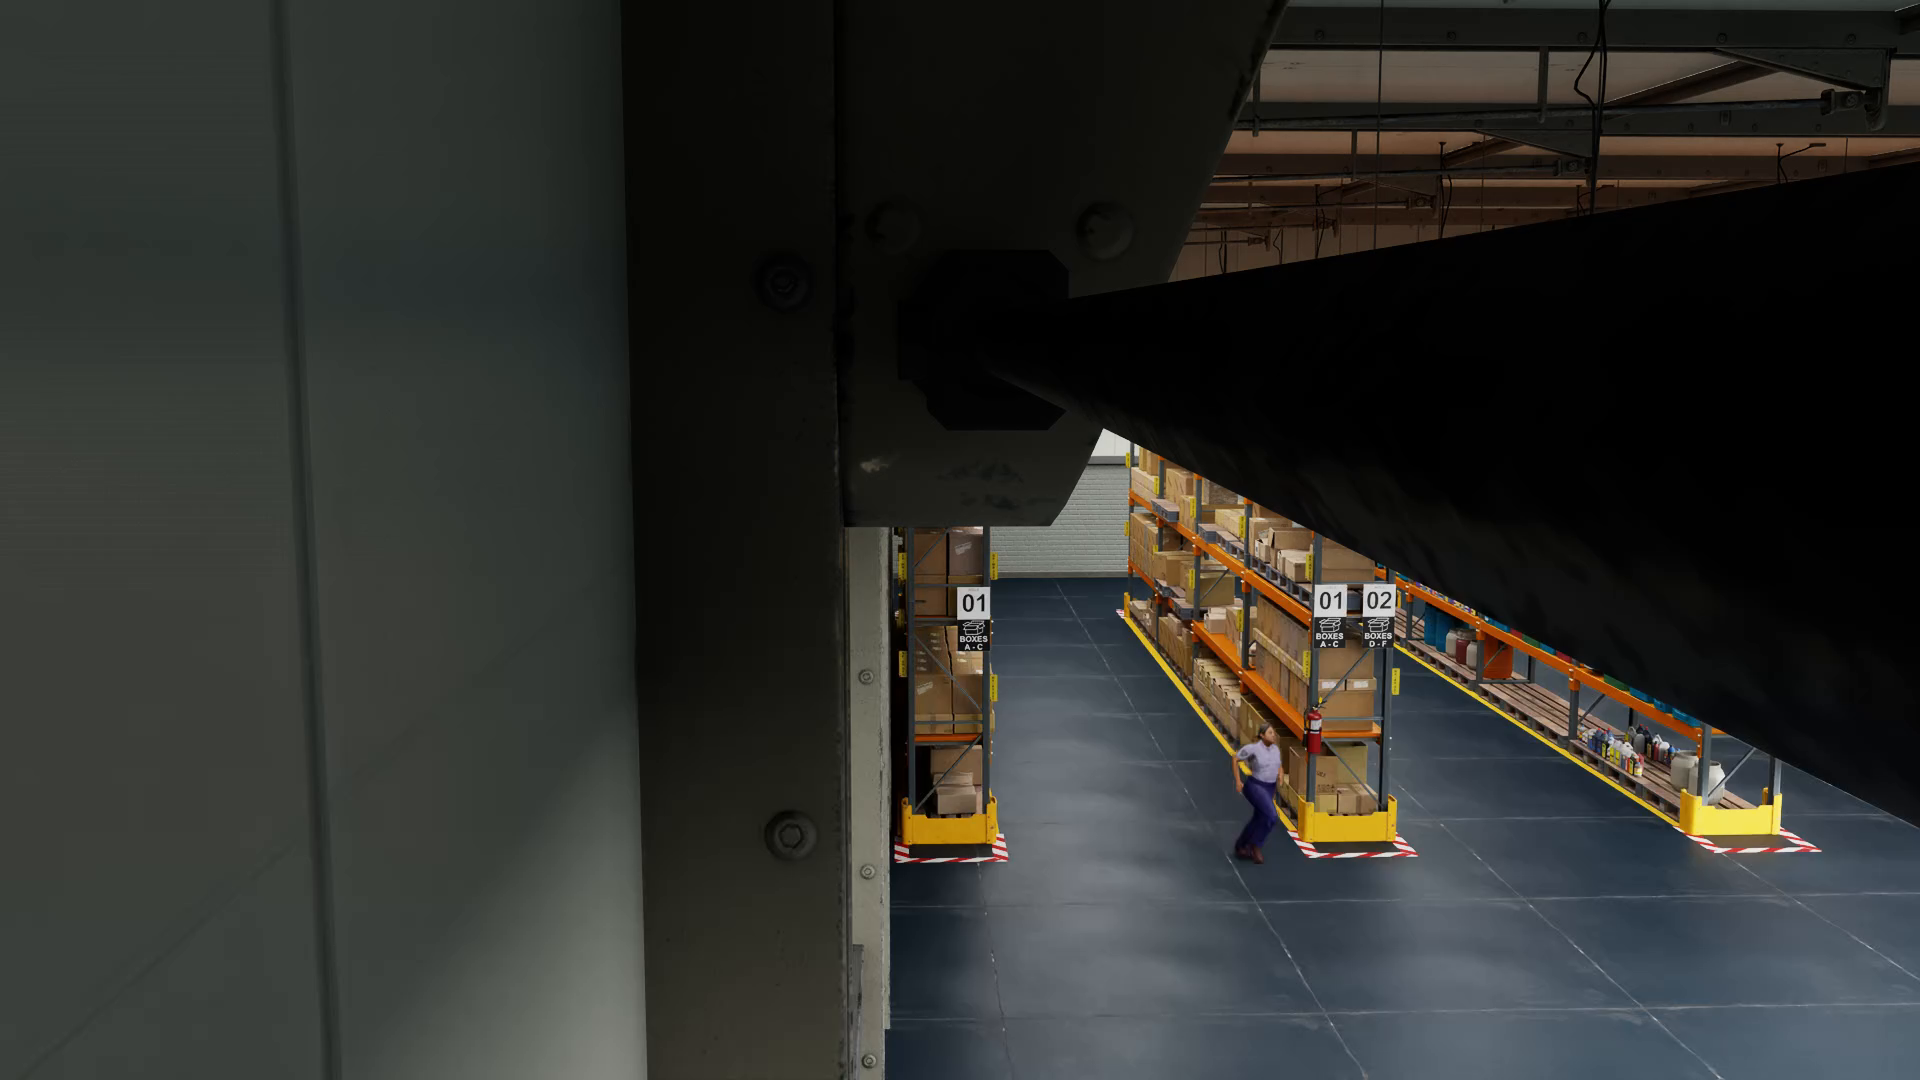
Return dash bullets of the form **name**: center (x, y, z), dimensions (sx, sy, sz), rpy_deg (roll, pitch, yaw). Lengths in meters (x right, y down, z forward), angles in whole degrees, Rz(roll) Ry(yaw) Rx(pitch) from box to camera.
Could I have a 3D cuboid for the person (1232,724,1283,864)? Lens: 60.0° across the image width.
- **person**: center (3.629, 2.993, 19.825), dimensions (0.601, 1.587, 0.641), rpy_deg (-6, 9, -38)
